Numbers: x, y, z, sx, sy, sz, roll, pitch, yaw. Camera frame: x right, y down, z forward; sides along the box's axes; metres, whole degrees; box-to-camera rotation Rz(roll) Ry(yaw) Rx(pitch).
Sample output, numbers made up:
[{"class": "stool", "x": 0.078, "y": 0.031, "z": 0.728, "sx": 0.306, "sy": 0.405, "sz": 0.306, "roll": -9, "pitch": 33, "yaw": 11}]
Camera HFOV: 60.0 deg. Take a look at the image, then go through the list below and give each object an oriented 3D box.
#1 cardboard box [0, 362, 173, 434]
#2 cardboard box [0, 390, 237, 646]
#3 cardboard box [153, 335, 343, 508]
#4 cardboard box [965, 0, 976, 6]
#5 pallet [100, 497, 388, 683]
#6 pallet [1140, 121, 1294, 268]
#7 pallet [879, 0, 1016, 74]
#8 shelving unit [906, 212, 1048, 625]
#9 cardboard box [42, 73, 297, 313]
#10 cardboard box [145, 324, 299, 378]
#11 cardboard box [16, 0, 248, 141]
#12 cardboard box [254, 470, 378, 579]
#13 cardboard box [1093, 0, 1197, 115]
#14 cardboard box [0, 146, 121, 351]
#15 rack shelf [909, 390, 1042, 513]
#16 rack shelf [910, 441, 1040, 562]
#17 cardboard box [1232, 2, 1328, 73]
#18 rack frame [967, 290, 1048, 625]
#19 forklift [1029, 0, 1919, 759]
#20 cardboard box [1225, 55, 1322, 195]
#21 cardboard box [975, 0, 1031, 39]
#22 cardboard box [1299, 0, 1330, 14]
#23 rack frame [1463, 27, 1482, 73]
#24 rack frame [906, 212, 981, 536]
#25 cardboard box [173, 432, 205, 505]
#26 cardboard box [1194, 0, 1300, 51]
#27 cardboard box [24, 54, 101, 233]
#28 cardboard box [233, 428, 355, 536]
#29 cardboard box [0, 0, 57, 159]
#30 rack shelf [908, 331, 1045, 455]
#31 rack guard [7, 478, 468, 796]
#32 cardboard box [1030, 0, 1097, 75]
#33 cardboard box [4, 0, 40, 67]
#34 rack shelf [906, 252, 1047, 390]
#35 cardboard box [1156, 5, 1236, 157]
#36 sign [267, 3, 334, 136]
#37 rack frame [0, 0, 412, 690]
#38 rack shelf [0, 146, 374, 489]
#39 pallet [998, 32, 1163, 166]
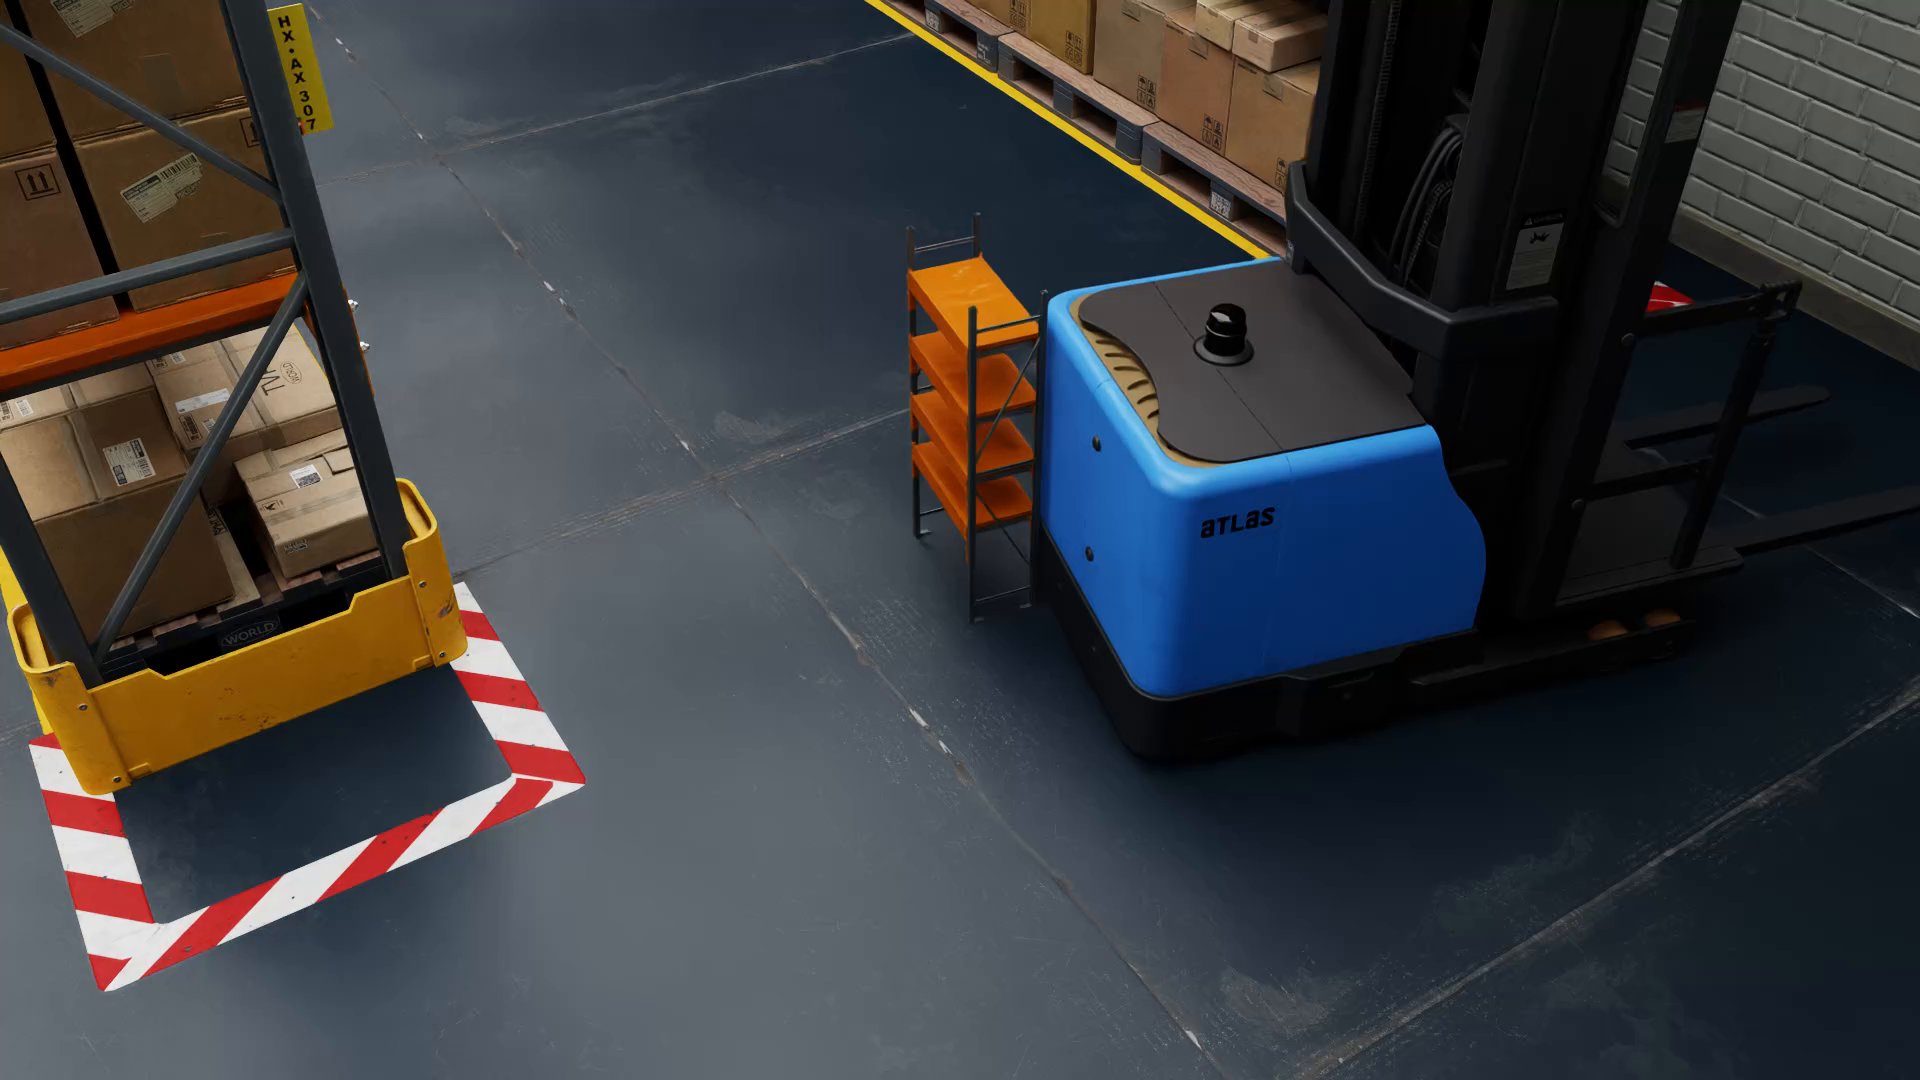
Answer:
[{"class": "cardboard box", "x": -3.085, "y": -0.488, "z": 5.796, "sx": 0.500, "sy": 0.250, "sz": 0.500, "roll": -22, "pitch": 45, "yaw": -24}, {"class": "cardboard box", "x": -2.599, "y": -0.060, "z": 5.088, "sx": 0.500, "sy": 0.500, "sz": 0.500, "roll": -22, "pitch": 45, "yaw": -24}, {"class": "cardboard box", "x": -2.421, "y": -0.417, "z": 5.711, "sx": 0.500, "sy": 0.250, "sz": 0.500, "roll": -22, "pitch": 45, "yaw": -24}, {"class": "cardboard box", "x": 0.240, "y": -3.271, "z": 8.957, "sx": 0.700, "sy": 0.500, "sz": 0.500, "roll": -22, "pitch": 44, "yaw": -24}, {"class": "pallet", "x": -2.569, "y": -0.043, "z": 5.637, "sx": 1.003, "sy": 0.211, "sz": 1.213, "roll": -22, "pitch": 45, "yaw": -24}, {"class": "pallet", "x": 1.580, "y": -1.684, "z": 7.606, "sx": 1.003, "sy": 0.211, "sz": 1.213, "roll": -22, "pitch": 45, "yaw": -24}, {"class": "pallet", "x": 0.268, "y": -3.001, "z": 9.186, "sx": 1.003, "sy": 0.211, "sz": 1.213, "roll": -22, "pitch": 45, "yaw": -24}, {"class": "shelving unit", "x": 0.044, "y": -0.362, "z": 5.247, "sx": 0.258, "sy": 1.200, "sz": 0.503, "roll": -15, "pitch": 42, "yaw": -17}, {"class": "cardboard box", "x": -2.115, "y": -1.012, "z": 4.543, "sx": 0.500, "sy": 0.500, "sz": 0.500, "roll": -21, "pitch": 44, "yaw": -24}, {"class": "cardboard box", "x": -2.690, "y": -0.687, "z": 6.035, "sx": 0.500, "sy": 0.250, "sz": 0.500, "roll": -22, "pitch": 45, "yaw": -24}, {"class": "cardboard box", "x": -2.115, "y": -1.396, "z": 4.223, "sx": 0.500, "sy": 0.500, "sz": 0.500, "roll": -21, "pitch": 44, "yaw": -23}, {"class": "cardboard box", "x": -2.034, "y": -0.061, "z": 5.364, "sx": 0.380, "sy": 0.149, "sz": 0.250, "roll": -22, "pitch": 45, "yaw": -24}, {"class": "cardboard box", "x": 1.075, "y": -2.436, "z": 7.955, "sx": 0.700, "sy": 0.500, "sz": 0.500, "roll": -24, "pitch": 45, "yaw": -26}, {"class": "cardboard box", "x": -2.569, "y": -0.830, "z": 4.324, "sx": 0.500, "sy": 0.500, "sz": 0.500, "roll": -21, "pitch": 44, "yaw": -23}, {"class": "rack shelf", "x": 0.044, "y": -0.310, "z": 5.290, "sx": 0.258, "sy": 0.148, "sz": 0.480, "roll": -15, "pitch": 42, "yaw": -17}, {"class": "rack shelf", "x": 0.044, "y": -0.158, "z": 5.417, "sx": 0.258, "sy": 0.148, "sz": 0.480, "roll": -15, "pitch": 42, "yaw": -17}, {"class": "cardboard box", "x": 1.392, "y": -2.150, "z": 7.105, "sx": 0.380, "sy": 0.149, "sz": 0.250, "roll": -23, "pitch": 45, "yaw": -25}, {"class": "rack frame", "x": 0.137, "y": -0.217, "z": 5.074, "sx": 0.240, "sy": 1.200, "sz": 0.015, "roll": -15, "pitch": 42, "yaw": -17}, {"class": "forklift", "x": 1.805, "y": -1.023, "z": 4.688, "sx": 3.031, "sy": 2.935, "sz": 1.130, "roll": -11, "pitch": 41, "yaw": -13}, {"class": "cardboard box", "x": 1.615, "y": -1.895, "z": 7.305, "sx": 0.700, "sy": 0.500, "sz": 0.500, "roll": -22, "pitch": 45, "yaw": -24}, {"class": "cardboard box", "x": 0.508, "y": -2.999, "z": 8.630, "sx": 0.700, "sy": 0.500, "sz": 0.500, "roll": -23, "pitch": 45, "yaw": -25}, {"class": "cardboard box", "x": 1.578, "y": -2.418, "z": 7.427, "sx": 0.380, "sy": 0.149, "sz": 0.250, "roll": -22, "pitch": 45, "yaw": -24}, {"class": "rack frame", "x": 2.076, "y": -2.350, "z": 6.227, "sx": 1.000, "sy": 3.000, "sz": 0.127, "roll": -22, "pitch": 45, "yaw": -24}, {"class": "rack frame", "x": -0.049, "y": -0.506, "z": 5.420, "sx": 0.240, "sy": 1.200, "sz": 0.015, "roll": -15, "pitch": 42, "yaw": -17}, {"class": "cardboard box", "x": -2.741, "y": -0.182, "z": 5.495, "sx": 0.380, "sy": 0.166, "sz": 0.250, "roll": -22, "pitch": 45, "yaw": -24}, {"class": "cardboard box", "x": 1.254, "y": -2.288, "z": 7.271, "sx": 0.380, "sy": 0.149, "sz": 0.250, "roll": -21, "pitch": 44, "yaw": -23}, {"class": "cardboard box", "x": -2.397, "y": -1.288, "z": 4.875, "sx": 0.500, "sy": 0.500, "sz": 0.500, "roll": -23, "pitch": 45, "yaw": -25}, {"class": "cardboard box", "x": -2.169, "y": -0.203, "z": 5.520, "sx": 0.380, "sy": 0.166, "sz": 0.250, "roll": -22, "pitch": 45, "yaw": -24}, {"class": "cardboard box", "x": -2.570, "y": -1.211, "z": 4.001, "sx": 0.500, "sy": 0.500, "sz": 0.500, "roll": -23, "pitch": 45, "yaw": -25}, {"class": "rack shelf", "x": 0.044, "y": -0.482, "z": 5.147, "sx": 0.258, "sy": 0.148, "sz": 0.480, "roll": -15, "pitch": 42, "yaw": -17}, {"class": "rack guard", "x": -2.140, "y": 0.276, "z": 5.028, "sx": 1.175, "sy": 0.500, "sz": 0.348, "roll": -22, "pitch": 45, "yaw": -24}, {"class": "cardboard box", "x": 0.782, "y": -2.721, "z": 8.297, "sx": 0.700, "sy": 0.500, "sz": 0.500, "roll": -21, "pitch": 44, "yaw": -23}, {"class": "cardboard box", "x": -2.403, "y": -1.675, "z": 4.558, "sx": 0.500, "sy": 0.500, "sz": 0.500, "roll": -22, "pitch": 44, "yaw": -24}, {"class": "rack shelf", "x": 0.044, "y": -0.664, "z": 4.995, "sx": 0.258, "sy": 0.148, "sz": 0.480, "roll": -15, "pitch": 42, "yaw": -17}, {"class": "cardboard box", "x": 1.346, "y": -2.165, "z": 7.629, "sx": 0.700, "sy": 0.500, "sz": 0.500, "roll": -22, "pitch": 45, "yaw": -25}, {"class": "sign", "x": -1.642, "y": -1.163, "z": 4.126, "sx": 0.100, "sy": 0.325, "sz": 0.005, "roll": -22, "pitch": 45, "yaw": -24}, {"class": "rack frame", "x": -2.099, "y": -0.643, "z": 4.179, "sx": 1.000, "sy": 3.000, "sz": 0.127, "roll": -22, "pitch": 45, "yaw": -24}, {"class": "rack shelf", "x": -3.174, "y": -1.446, "z": 5.704, "sx": 1.077, "sy": 0.370, "sz": 4.000, "roll": -22, "pitch": 45, "yaw": -24}, {"class": "pallet", "x": 0.928, "y": -2.341, "z": 8.395, "sx": 1.003, "sy": 0.211, "sz": 1.213, "roll": -22, "pitch": 45, "yaw": -24}]
